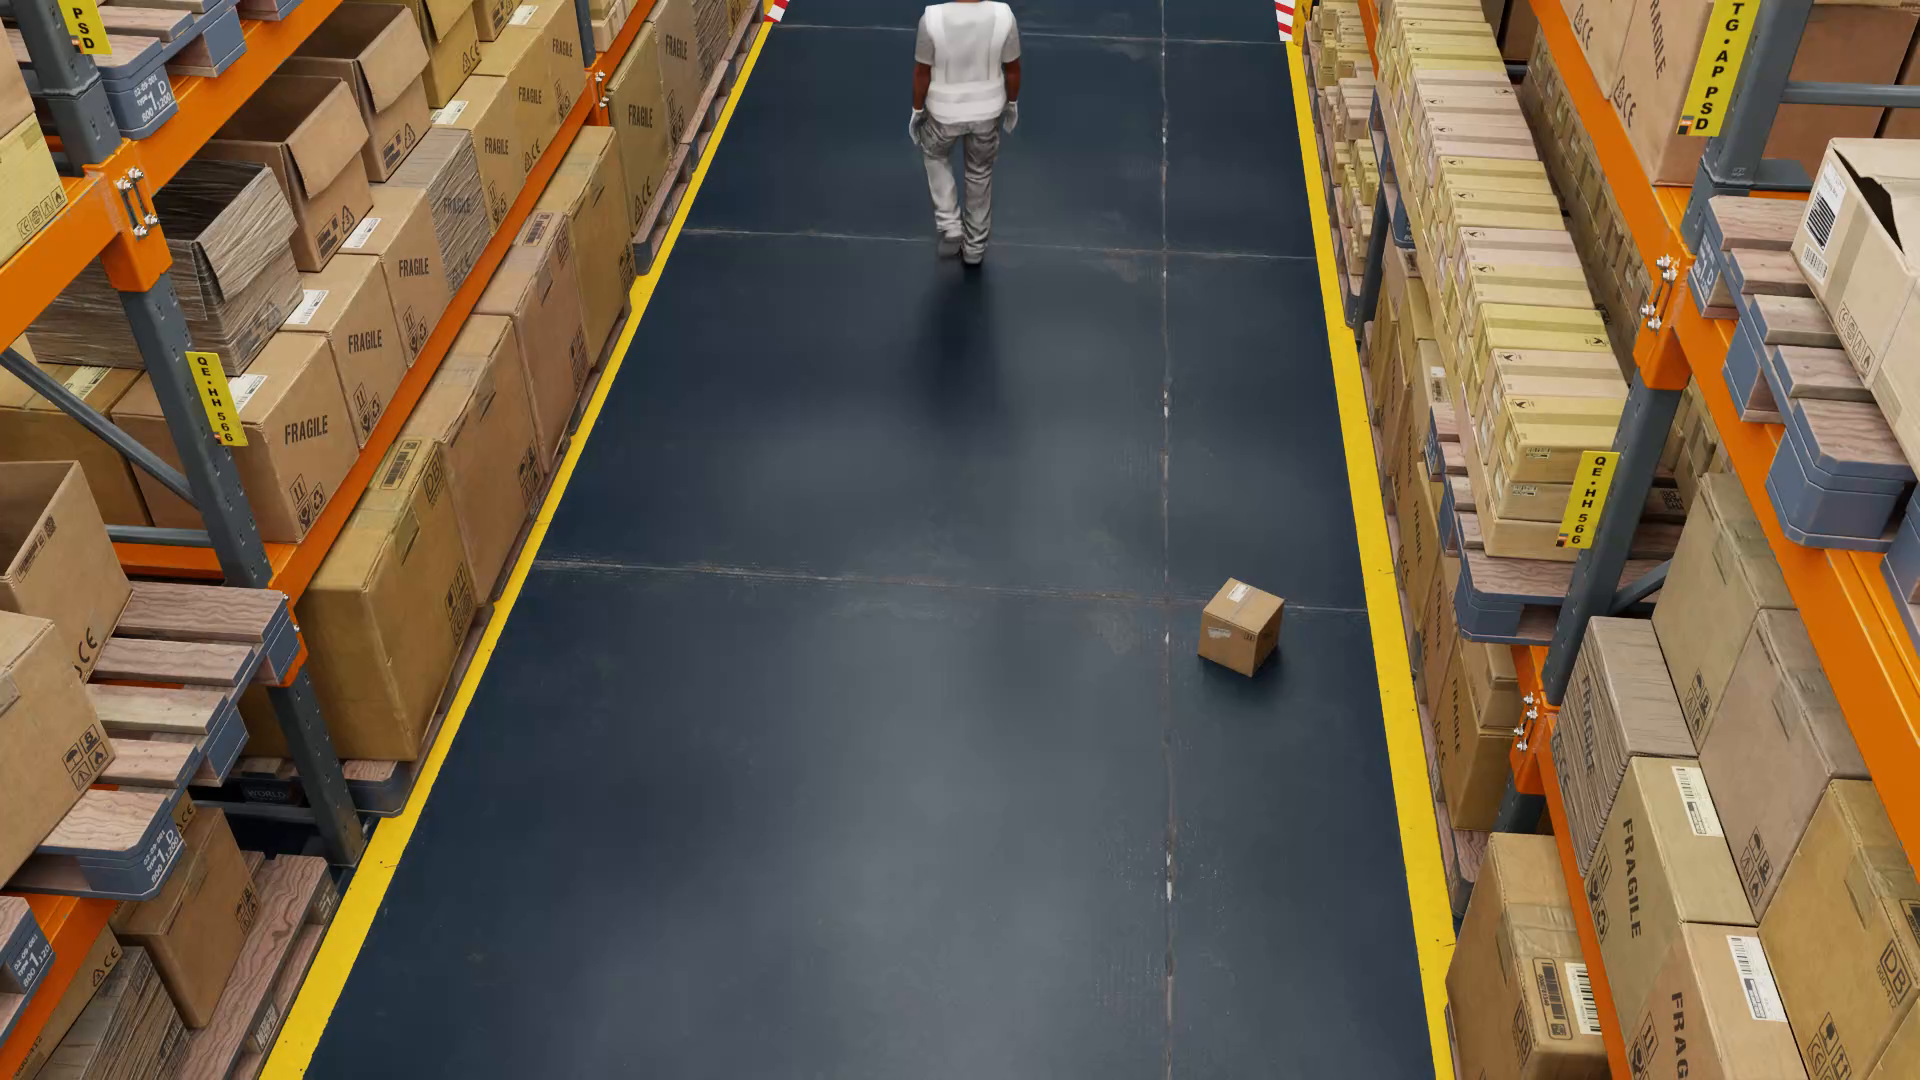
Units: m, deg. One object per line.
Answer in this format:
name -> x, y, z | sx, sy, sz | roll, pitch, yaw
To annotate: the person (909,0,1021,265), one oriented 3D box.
person -> 0.018, -2.317, 8.878 | 0.600, 1.777, 0.472 | -4, 40, -5
